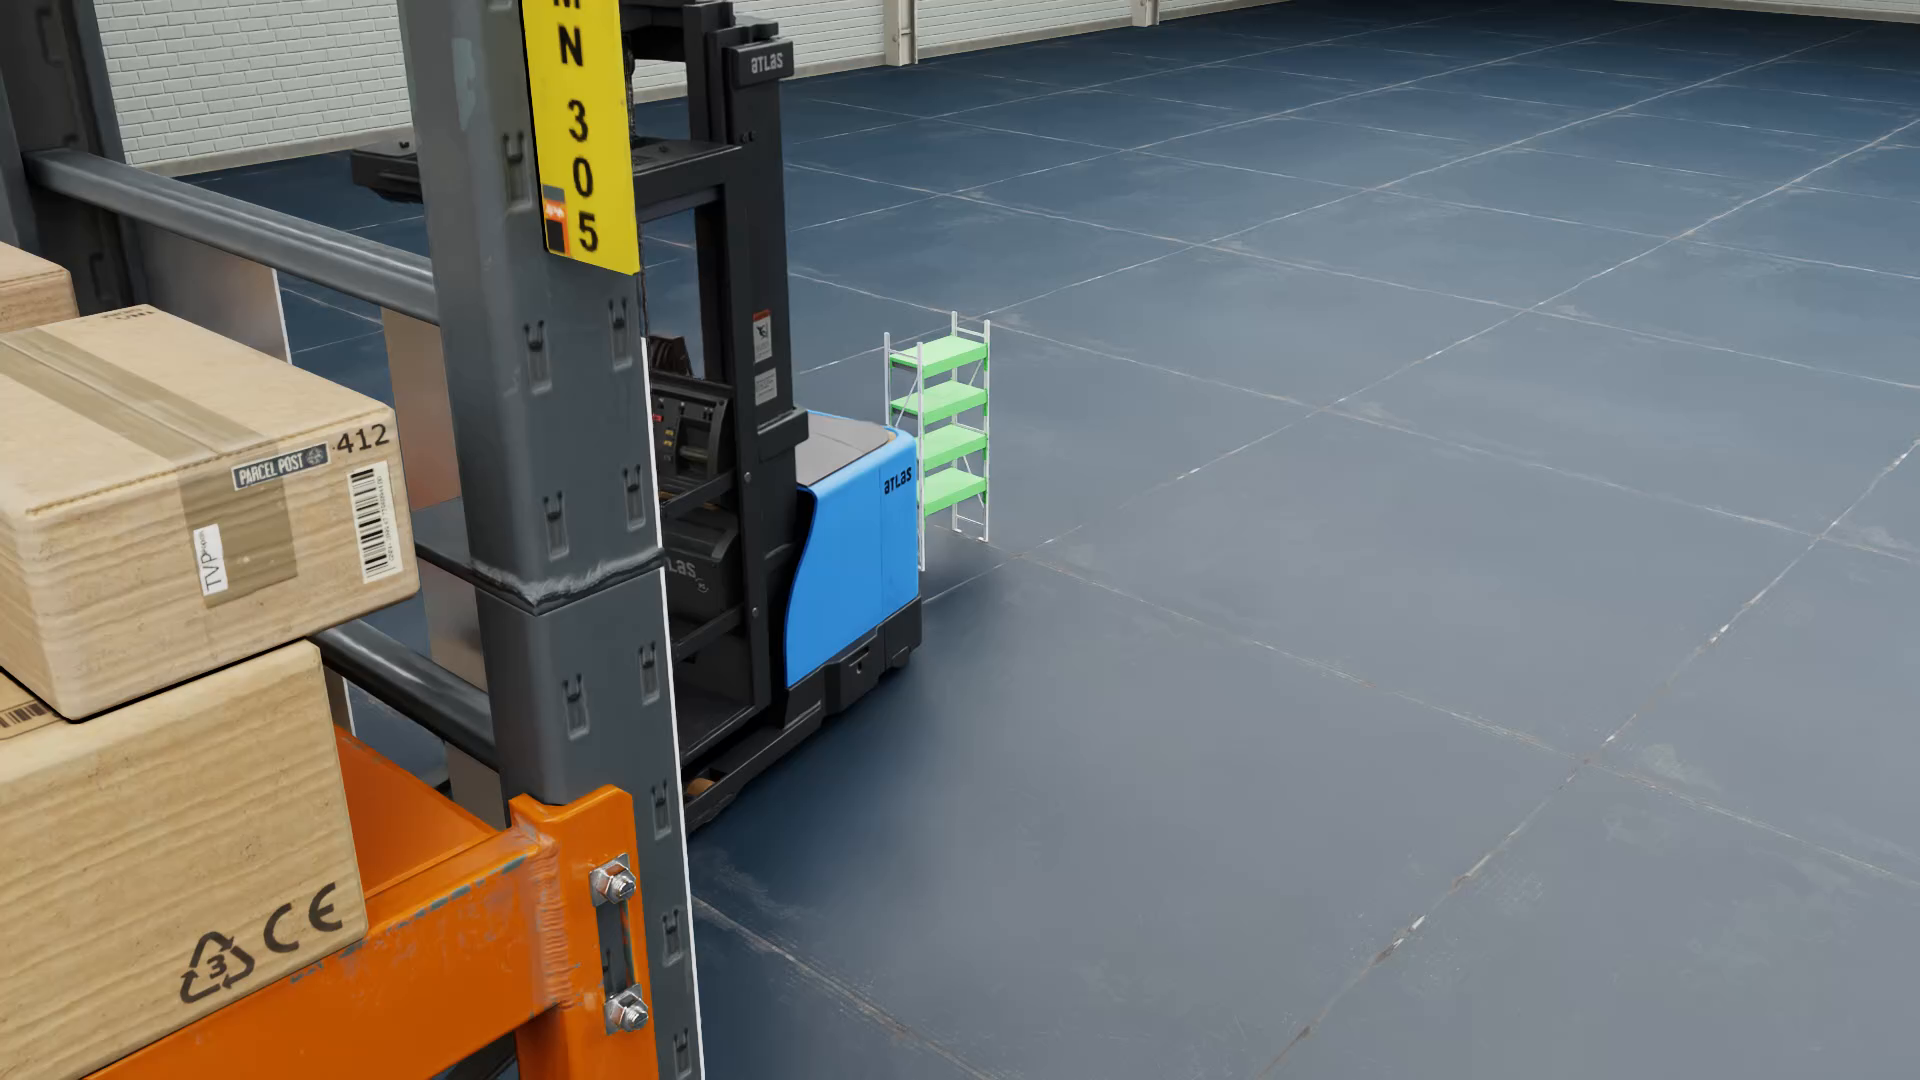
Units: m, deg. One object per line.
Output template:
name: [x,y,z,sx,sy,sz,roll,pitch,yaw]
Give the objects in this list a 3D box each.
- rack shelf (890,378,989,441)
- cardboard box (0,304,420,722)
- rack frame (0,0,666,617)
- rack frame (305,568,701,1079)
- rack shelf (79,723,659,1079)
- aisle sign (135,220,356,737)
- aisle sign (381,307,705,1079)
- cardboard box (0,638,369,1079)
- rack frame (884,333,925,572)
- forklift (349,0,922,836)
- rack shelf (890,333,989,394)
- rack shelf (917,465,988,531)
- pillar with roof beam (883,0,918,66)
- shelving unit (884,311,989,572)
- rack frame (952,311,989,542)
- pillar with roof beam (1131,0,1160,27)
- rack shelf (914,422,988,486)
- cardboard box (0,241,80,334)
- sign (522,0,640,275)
rack shelf: [-0.110,-0.658,8.320,0.258,0.148,0.480,20,31,38]
cardboard box: [-0.610,-0.040,1.202,0.380,0.149,0.250,20,31,38]
rack frame: [-0.657,-1.465,1.018,1.000,3.000,0.127,20,31,38]
rack frame: [-0.657,1.272,2.246,1.000,3.000,0.127,20,31,38]
rack shelf: [-1.992,0.841,0.420,1.077,0.370,4.000,20,31,38]
aisle sign: [-0.839,-0.015,1.939,0.394,0.787,0.004,20,31,38]
aisle sign: [-0.393,0.149,1.573,0.394,0.787,0.004,20,31,38]
cardboard box: [-0.790,0.188,1.180,0.500,0.250,0.500,21,32,39]
rack frame: [-0.273,-0.423,8.226,0.240,1.200,0.015,20,31,38]
forklift: [-1.361,-0.408,6.079,1.130,2.935,3.031,14,28,28]
rack shelf: [-0.110,-0.877,8.222,0.258,0.148,0.480,20,31,38]
rack shelf: [-0.110,-0.220,8.516,0.258,0.148,0.480,20,31,38]
pillar with roof beam: [2.347,-9.868,19.759,9.100,9.000,0.400,20,31,38]
shelving unit: [-0.110,-0.497,8.392,0.258,1.200,0.503,20,31,38]
rack frame: [0.052,-0.571,8.558,0.240,1.200,0.015,20,31,38]
pillar with roof beam: [6.352,-11.696,23.836,9.100,9.000,0.400,20,31,38]
rack shelf: [-0.110,-0.439,8.418,0.258,0.148,0.480,20,31,38]
cardboard box: [-1.013,-0.189,1.535,0.380,0.149,0.250,20,31,37]
sign: [-0.257,-0.343,1.099,0.100,0.325,0.005,20,31,38]
